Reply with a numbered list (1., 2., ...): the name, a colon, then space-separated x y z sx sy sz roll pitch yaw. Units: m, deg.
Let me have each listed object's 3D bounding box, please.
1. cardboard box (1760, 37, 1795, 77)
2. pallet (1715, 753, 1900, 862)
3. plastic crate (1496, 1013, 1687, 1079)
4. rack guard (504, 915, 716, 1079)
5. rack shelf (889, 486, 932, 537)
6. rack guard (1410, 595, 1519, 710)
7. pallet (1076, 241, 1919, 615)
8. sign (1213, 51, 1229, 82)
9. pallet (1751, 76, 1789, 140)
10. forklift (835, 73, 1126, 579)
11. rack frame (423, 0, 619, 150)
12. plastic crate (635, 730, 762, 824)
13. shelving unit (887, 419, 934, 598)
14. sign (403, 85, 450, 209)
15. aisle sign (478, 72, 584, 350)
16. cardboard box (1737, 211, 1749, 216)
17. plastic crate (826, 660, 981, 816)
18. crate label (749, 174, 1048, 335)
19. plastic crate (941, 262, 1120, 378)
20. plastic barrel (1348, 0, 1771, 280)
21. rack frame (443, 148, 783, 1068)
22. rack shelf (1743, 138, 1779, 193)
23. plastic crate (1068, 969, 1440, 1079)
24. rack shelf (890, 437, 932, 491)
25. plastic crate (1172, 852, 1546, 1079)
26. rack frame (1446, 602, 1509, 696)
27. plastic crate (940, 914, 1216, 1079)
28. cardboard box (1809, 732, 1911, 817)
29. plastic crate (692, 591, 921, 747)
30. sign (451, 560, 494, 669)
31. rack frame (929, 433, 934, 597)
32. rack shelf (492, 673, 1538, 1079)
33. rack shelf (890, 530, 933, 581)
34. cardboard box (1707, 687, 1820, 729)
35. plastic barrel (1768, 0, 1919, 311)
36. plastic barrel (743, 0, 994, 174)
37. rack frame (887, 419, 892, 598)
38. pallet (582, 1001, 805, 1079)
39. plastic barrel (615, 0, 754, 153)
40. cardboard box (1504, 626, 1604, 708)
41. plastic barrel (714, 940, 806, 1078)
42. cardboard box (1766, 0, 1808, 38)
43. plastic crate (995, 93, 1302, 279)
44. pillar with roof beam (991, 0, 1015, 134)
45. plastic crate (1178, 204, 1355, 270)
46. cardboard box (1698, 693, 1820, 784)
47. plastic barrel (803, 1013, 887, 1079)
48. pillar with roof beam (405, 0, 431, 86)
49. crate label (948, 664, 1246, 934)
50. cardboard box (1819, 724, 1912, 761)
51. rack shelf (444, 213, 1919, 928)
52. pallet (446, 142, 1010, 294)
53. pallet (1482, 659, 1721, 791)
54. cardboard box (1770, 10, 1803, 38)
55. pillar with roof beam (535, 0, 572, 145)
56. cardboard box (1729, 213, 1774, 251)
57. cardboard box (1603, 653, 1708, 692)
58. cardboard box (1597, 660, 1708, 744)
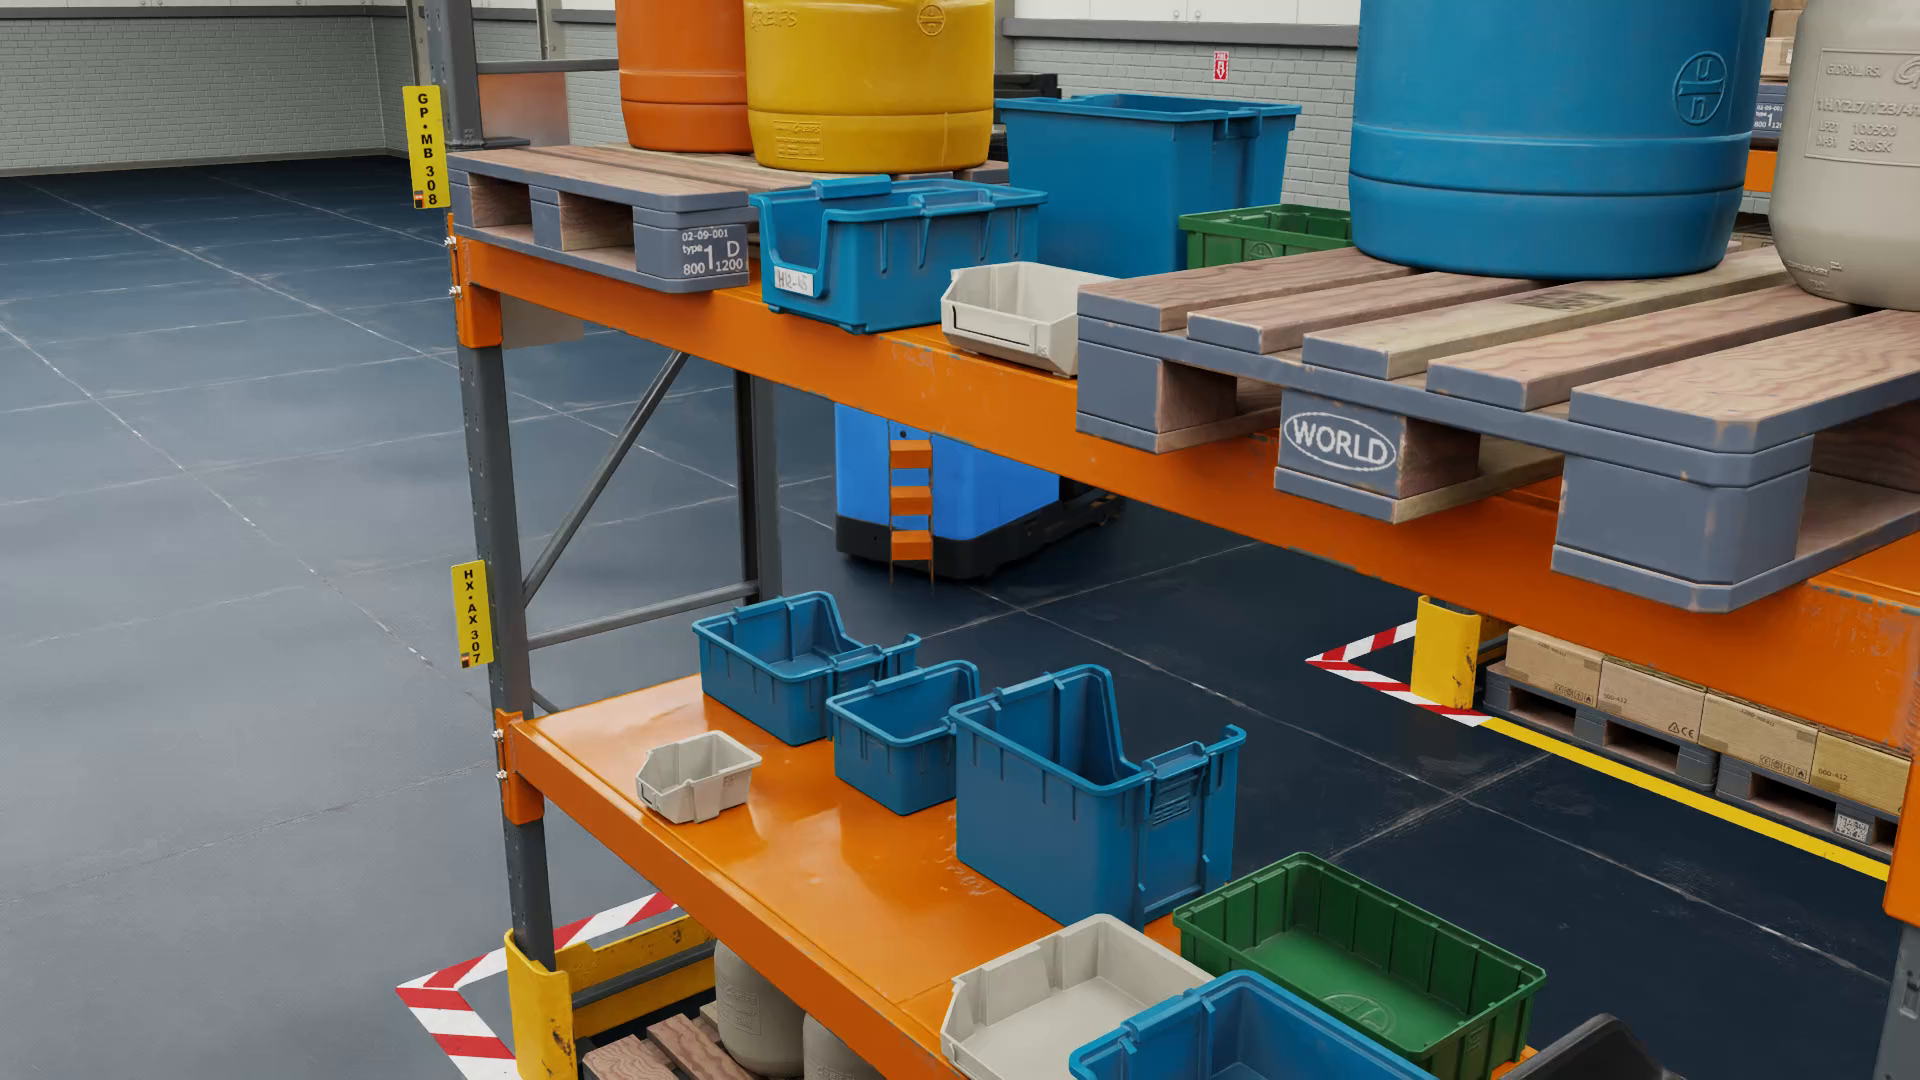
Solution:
1. cardboard box: 3.454 -1.964 6.758 0.380 0.149 0.250 -14 23 -36
2. pallet: 4.122 1.087 7.244 1.003 0.211 1.213 -14 23 -36
3. plastic crate: 1.234 1.110 2.839 0.767 0.338 0.504 -14 23 -36
4. rack guard: -0.940 1.444 5.705 1.175 0.500 0.348 -14 23 -36
5. rack shelf: -0.290 -0.178 9.753 0.240 0.259 0.215 -2 20 -5
6. rack guard: 2.847 0.463 8.669 1.175 0.500 0.348 -14 23 -36
7. pallet: 0.935 -0.259 2.402 1.213 0.211 1.003 -14 23 -36
8. sign: 2.698 -4.898 17.196 0.001 0.298 0.199 -14 23 -36
9. pallet: 3.280 -1.920 7.259 1.003 0.211 1.213 -14 23 -36
10. forklift: 0.470 -1.562 10.916 1.130 2.935 3.031 12 22 33
11. rack frame: -1.024 -2.600 4.398 1.000 3.000 0.127 -14 23 -36
12. plastic crate: -0.720 0.657 4.527 0.298 0.136 0.250 -14 23 -36
13. shelving unit: -0.290 -0.188 9.749 0.252 1.050 0.215 -2 20 -5
14. sign: -1.458 -1.074 4.547 0.100 0.325 0.005 -14 23 -36
15. aisle sign: -1.298 -0.946 4.813 0.394 0.787 0.004 -14 23 -36
16. cardboard box: 3.174 -1.250 7.644 0.700 0.500 0.500 -14 23 -36
17. plastic crate: -0.080 0.545 4.682 0.499 0.251 0.408 -14 23 -36
18. crate label: -0.121 -0.579 3.305 0.502 0.251 0.408 -14 23 -36
19. plastic crate: 0.146 -0.382 2.890 0.243 0.136 0.396 -14 23 -36
20. plastic barrel: 0.926 -0.894 2.552 0.600 0.901 0.708 -14 23 -36
21. rack frame: -1.024 0.248 5.341 1.000 3.000 0.127 -14 23 -36
22. rack shelf: 4.103 -1.307 6.411 1.077 0.370 4.000 -14 23 -36
23. plastic crate: 0.560 1.085 3.051 0.499 0.251 0.616 -14 23 -36
24. rack shelf: -0.290 -0.445 9.657 0.240 0.259 0.215 -2 20 -5
25. plastic crate: 0.838 0.945 3.574 0.450 0.188 0.662 -14 23 -36
26. rack frame: 2.861 -0.718 8.258 1.000 3.000 0.127 -14 23 -36
27. plastic crate: 0.253 1.008 3.465 0.530 0.136 0.437 -14 23 -36
28. cardboard box: 3.950 0.934 6.977 0.500 0.250 0.500 -14 23 -36
29. plastic crate: -0.478 0.384 5.168 0.499 0.251 0.616 -14 23 -36
30. sign: -1.458 0.223 4.976 0.100 0.325 0.005 -14 23 -36
31. rack frame: -0.169 -0.191 9.760 0.008 1.050 0.200 -2 20 -5
32. rack shelf: 0.218 1.083 3.966 1.077 0.370 4.000 -14 23 -36
33. rack shelf: -0.291 0.084 9.847 0.240 0.259 0.215 -2 20 -5
34. cardboard box: 3.653 0.451 7.240 0.500 0.500 0.500 -14 23 -36
35. plastic barrel: 1.346 -0.587 2.245 0.421 0.512 0.421 0 18 0
36. plastic barrel: -0.216 -1.208 4.000 0.600 0.588 0.600 0 18 0
37. rack frame: -0.412 -0.184 9.739 0.008 1.050 0.200 -2 20 -5
38. pallet: -0.439 1.783 5.143 1.003 0.211 1.213 -14 23 -36
39. plastic barrel: -0.622 -1.484 4.449 0.600 0.830 0.708 -14 23 -36
40. cardboard box: 3.020 0.564 8.094 0.500 0.250 0.500 -14 23 -36
41. plastic barrel: -0.555 1.377 5.221 0.421 0.512 0.421 0 18 0
42. cardboard box: 3.215 -2.314 7.252 0.797 0.503 0.637 -12 22 -32
43. plastic crate: 0.396 -0.757 3.630 0.392 0.384 0.575 -14 23 -36
44. pillar with roof beam: -2.970 -6.646 16.619 9.100 9.000 0.400 -14 23 -36
45. plastic crate: 0.694 -0.531 3.261 0.336 0.188 0.450 -14 23 -36
46. cardboard box: 3.643 0.810 7.352 0.500 0.250 0.500 -14 23 -36
47. plastic barrel: -0.244 1.501 4.848 0.421 0.512 0.421 0 18 0
48. pillar with roof beam: -14.146 -11.082 30.014 9.100 9.000 0.400 -14 23 -36
49. crate label: 0.331 0.632 4.125 0.502 0.435 0.616 -14 23 -36
50. cardboard box: 3.949 0.578 6.858 0.500 0.500 0.500 -14 23 -36
51. rack shelf: 0.218 -0.341 3.494 1.077 0.370 4.000 -14 23 -36
52. pallet: -0.587 -0.863 4.226 1.003 0.211 1.213 -14 23 -36
53. pallet: 3.369 0.786 8.152 1.003 0.211 1.213 -14 23 -36
54. cardboard box: 3.783 -2.104 7.020 0.500 0.250 0.500 -14 23 -36
55. pillar with roof beam: -10.421 -9.603 25.549 9.100 9.000 0.400 -14 23 -36
56. cardboard box: 3.505 -1.122 7.256 0.700 0.500 0.500 -15 23 -38
57. cardboard box: 3.332 0.331 7.605 0.500 0.500 0.500 -14 23 -36
58. cardboard box: 3.333 0.686 7.724 0.500 0.250 0.500 -14 23 -36
